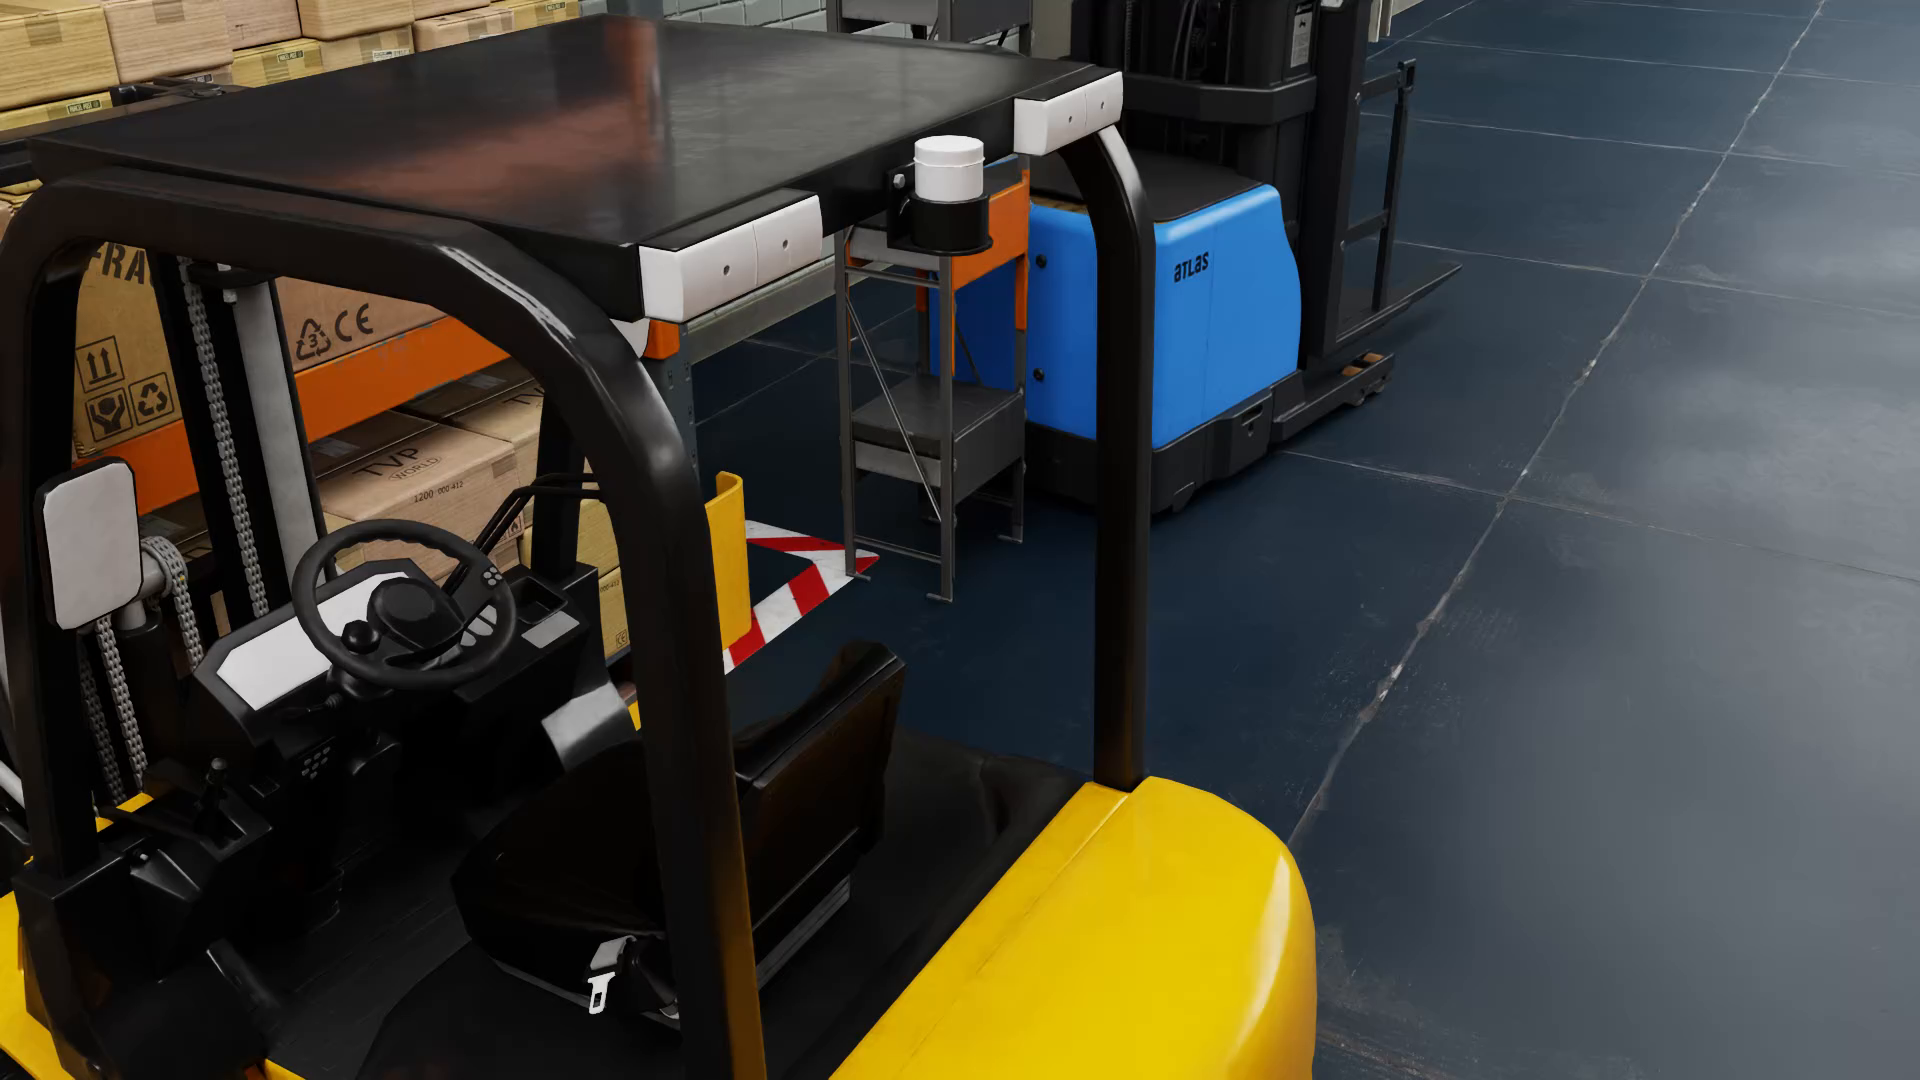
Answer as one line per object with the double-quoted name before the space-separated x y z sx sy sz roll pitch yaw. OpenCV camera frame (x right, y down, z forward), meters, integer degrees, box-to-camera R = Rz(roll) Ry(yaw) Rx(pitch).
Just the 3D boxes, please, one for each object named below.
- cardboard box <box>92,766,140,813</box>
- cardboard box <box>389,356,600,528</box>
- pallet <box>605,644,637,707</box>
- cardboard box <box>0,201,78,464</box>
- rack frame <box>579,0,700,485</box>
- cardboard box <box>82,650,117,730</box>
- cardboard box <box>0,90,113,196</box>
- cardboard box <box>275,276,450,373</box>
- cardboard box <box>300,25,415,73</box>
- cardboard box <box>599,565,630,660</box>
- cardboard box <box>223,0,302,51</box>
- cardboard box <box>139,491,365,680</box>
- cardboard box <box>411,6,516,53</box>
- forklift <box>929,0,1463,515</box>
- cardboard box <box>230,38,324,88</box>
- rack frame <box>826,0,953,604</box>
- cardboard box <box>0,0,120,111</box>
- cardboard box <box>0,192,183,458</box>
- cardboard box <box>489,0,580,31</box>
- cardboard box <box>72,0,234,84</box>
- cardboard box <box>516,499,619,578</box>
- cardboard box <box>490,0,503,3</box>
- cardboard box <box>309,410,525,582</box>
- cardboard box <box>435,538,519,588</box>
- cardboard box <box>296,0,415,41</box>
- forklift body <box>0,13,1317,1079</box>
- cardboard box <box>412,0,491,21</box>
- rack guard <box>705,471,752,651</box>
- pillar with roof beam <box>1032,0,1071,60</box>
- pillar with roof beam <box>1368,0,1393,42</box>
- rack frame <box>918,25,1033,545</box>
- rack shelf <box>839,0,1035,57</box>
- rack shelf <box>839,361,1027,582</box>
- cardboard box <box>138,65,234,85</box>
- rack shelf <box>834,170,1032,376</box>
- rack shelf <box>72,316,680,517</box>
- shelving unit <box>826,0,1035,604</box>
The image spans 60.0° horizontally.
"cardboard box" -1.942 0.539 3.367 0.500 0.250 0.500 14 30 26
"cardboard box" -1.188 -0.288 4.461 0.500 0.250 0.500 15 30 28
"pallet" -1.573 0.423 4.669 1.003 0.211 1.213 14 30 26
"cardboard box" -2.000 -0.328 2.943 0.500 0.500 0.500 14 30 26
"rack frame" -1.233 -1.131 4.659 1.000 3.000 0.127 14 30 26
"cardboard box" -1.930 0.307 3.272 0.500 0.250 0.500 14 30 25
"cardboard box" -1.770 -0.764 3.089 0.380 0.149 0.250 14 30 26
"cardboard box" -1.510 -0.726 3.738 0.500 0.500 0.500 15 30 28
"cardboard box" -1.441 -1.075 3.711 0.380 0.149 0.250 15 30 27
"cardboard box" -1.189 0.163 4.675 0.500 0.250 0.500 14 30 26
"cardboard box" -1.613 -1.121 3.471 0.380 0.149 0.250 14 30 26
"cardboard box" -1.674 0.111 3.663 0.500 0.250 0.500 15 30 27
"cardboard box" -1.260 -1.163 3.886 0.380 0.149 0.250 15 30 27
"forklift" 1.171 -1.984 6.438 1.130 2.935 3.031 20 33 34
"cardboard box" -1.573 -0.981 3.523 0.380 0.149 0.250 14 30 26
"rack frame" -0.201 -0.779 4.961 0.400 2.100 0.015 14 30 26
"cardboard box" -1.767 -0.893 3.015 0.380 0.149 0.250 15 30 27
"cardboard box" -1.762 -0.526 3.339 0.500 0.500 0.500 14 30 25
"cardboard box" -1.160 -1.269 4.098 0.380 0.149 0.250 15 30 27
"cardboard box" -1.644 -0.995 3.219 0.380 0.149 0.250 15 30 27
"cardboard box" -1.201 -0.054 4.552 0.500 0.250 0.500 14 30 25
"cardboard box" -1.226 -1.413 4.053 0.380 0.149 0.250 14 30 26
"cardboard box" -1.434 -0.088 4.061 0.500 0.250 0.500 15 30 27
"cardboard box" -1.457 0.139 4.166 0.500 0.250 0.500 14 30 26
"cardboard box" -1.426 -1.202 3.632 0.380 0.149 0.250 15 30 27
"forklift body" -0.578 0.389 2.570 2.313 2.155 1.214 14 30 26
"cardboard box" -1.320 -1.310 3.847 0.380 0.149 0.250 14 30 26
"rack guard" -1.222 -0.023 5.237 1.175 0.500 0.348 14 30 26
"pillar with roof beam" 4.339 -5.131 5.948 9.100 9.000 0.400 14 30 26
"pillar with roof beam" 7.291 -7.470 10.619 9.100 9.000 0.400 14 30 26
"rack frame" 0.039 -0.970 5.341 0.400 2.100 0.015 14 30 26
"rack shelf" -0.081 -1.488 4.844 0.431 0.518 0.480 14 30 26
"rack shelf" -0.081 -0.236 5.471 0.431 0.518 0.480 14 30 26
"cardboard box" -1.663 -0.867 3.294 0.380 0.149 0.250 13 29 24
"rack shelf" -0.081 -0.862 5.157 0.431 0.518 0.480 14 30 26
"rack shelf" -2.217 -0.030 3.263 1.077 0.370 4.000 14 30 26
"shelving unit" -0.081 -0.875 5.151 0.431 2.100 0.503 14 30 26
